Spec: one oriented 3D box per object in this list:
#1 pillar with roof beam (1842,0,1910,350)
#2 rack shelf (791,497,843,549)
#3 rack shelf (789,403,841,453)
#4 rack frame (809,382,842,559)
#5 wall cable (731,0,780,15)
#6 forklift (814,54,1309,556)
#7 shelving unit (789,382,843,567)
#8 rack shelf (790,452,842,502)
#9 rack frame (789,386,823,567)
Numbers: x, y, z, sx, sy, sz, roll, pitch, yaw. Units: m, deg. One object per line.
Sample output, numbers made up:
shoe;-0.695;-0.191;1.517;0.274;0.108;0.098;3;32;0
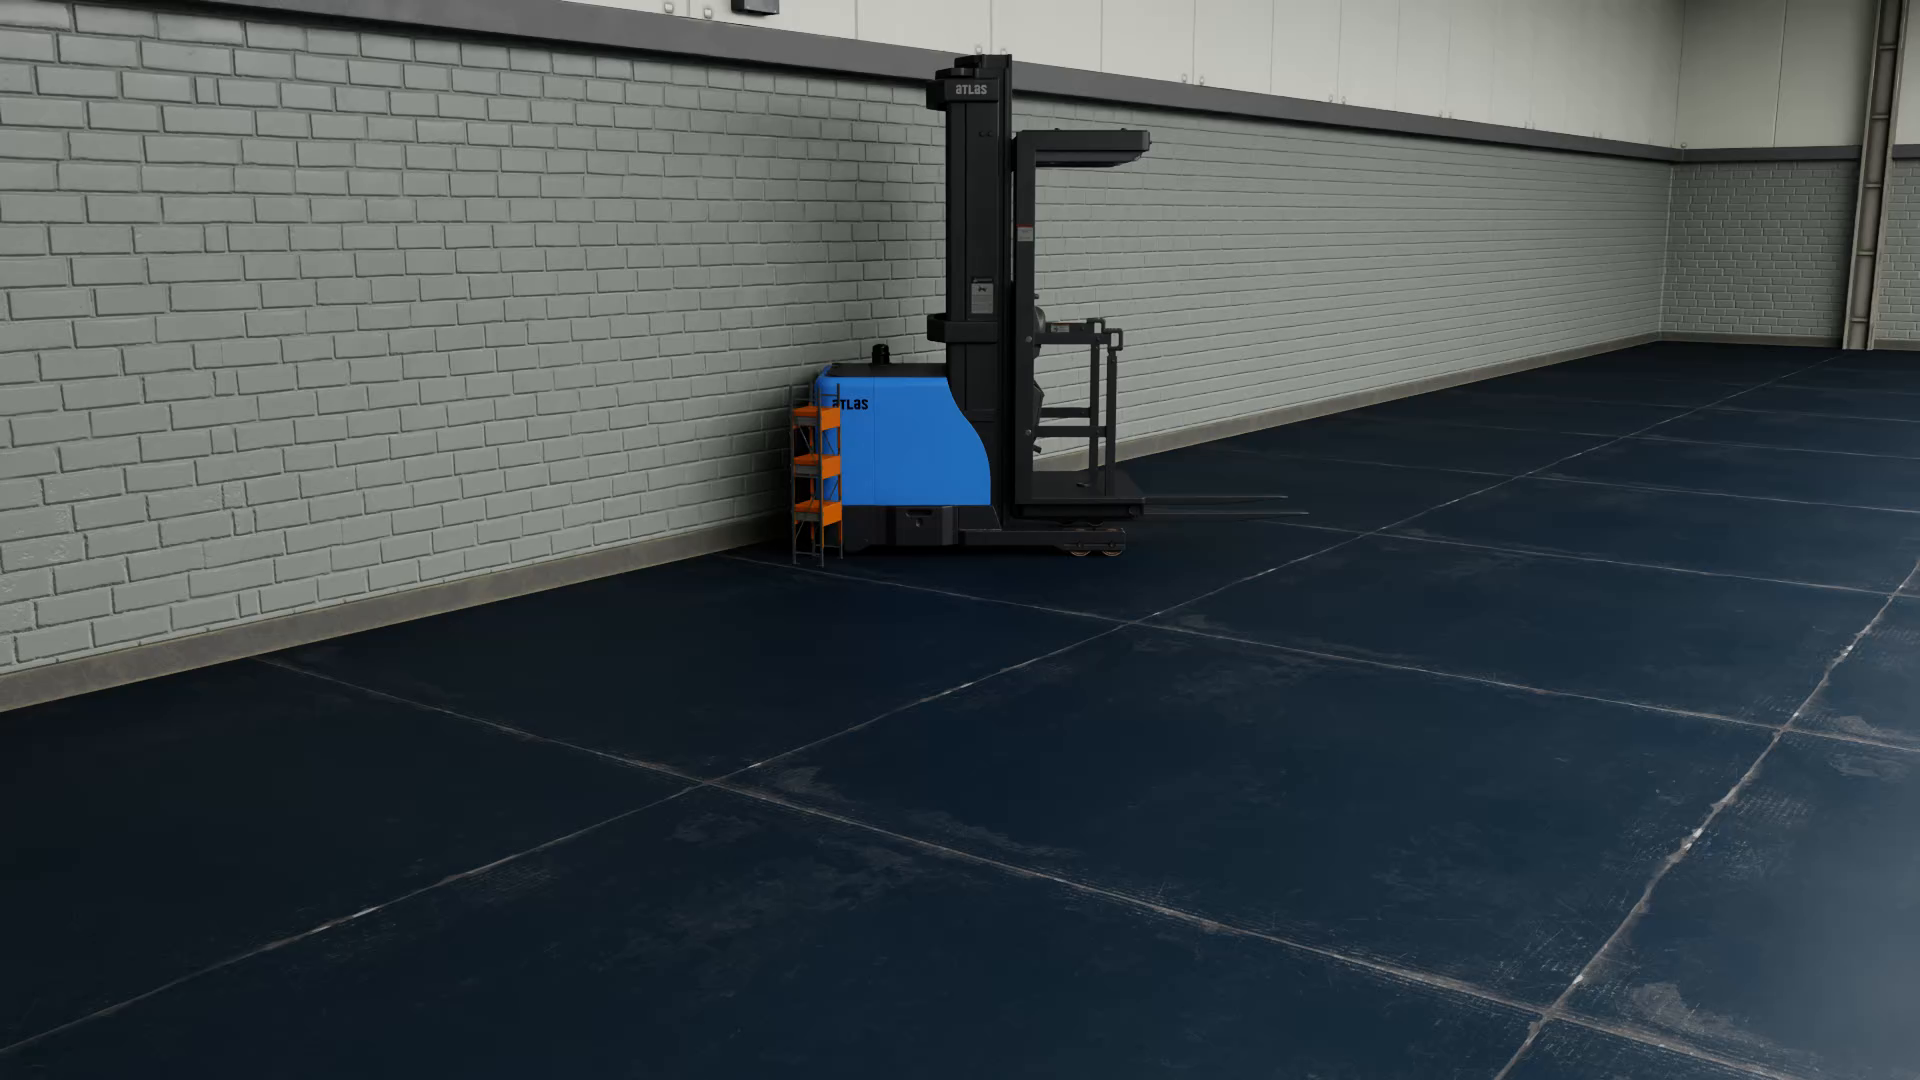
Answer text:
pillar with roof beam;11.449;-6.738;21.664;0.400;9.000;9.100;8;13;36
rack shelf;-0.845;-0.105;9.828;0.215;0.259;0.240;5;12;23
rack shelf;-0.845;-0.657;9.721;0.215;0.259;0.240;5;12;23
rack frame;-0.797;-0.410;9.883;0.200;1.050;0.008;5;12;23
wall cable;-0.607;-6.229;10.083;0.169;6.003;2.305;8;13;36
forklift;0.625;-1.441;10.264;3.031;2.935;1.130;0;11;-1
shelving unit;-0.845;-0.388;9.773;0.215;1.050;0.252;5;12;23
rack shelf;-0.845;-0.378;9.775;0.215;0.259;0.240;5;12;23
rack frame;-0.893;-0.367;9.663;0.200;1.050;0.008;5;12;23
